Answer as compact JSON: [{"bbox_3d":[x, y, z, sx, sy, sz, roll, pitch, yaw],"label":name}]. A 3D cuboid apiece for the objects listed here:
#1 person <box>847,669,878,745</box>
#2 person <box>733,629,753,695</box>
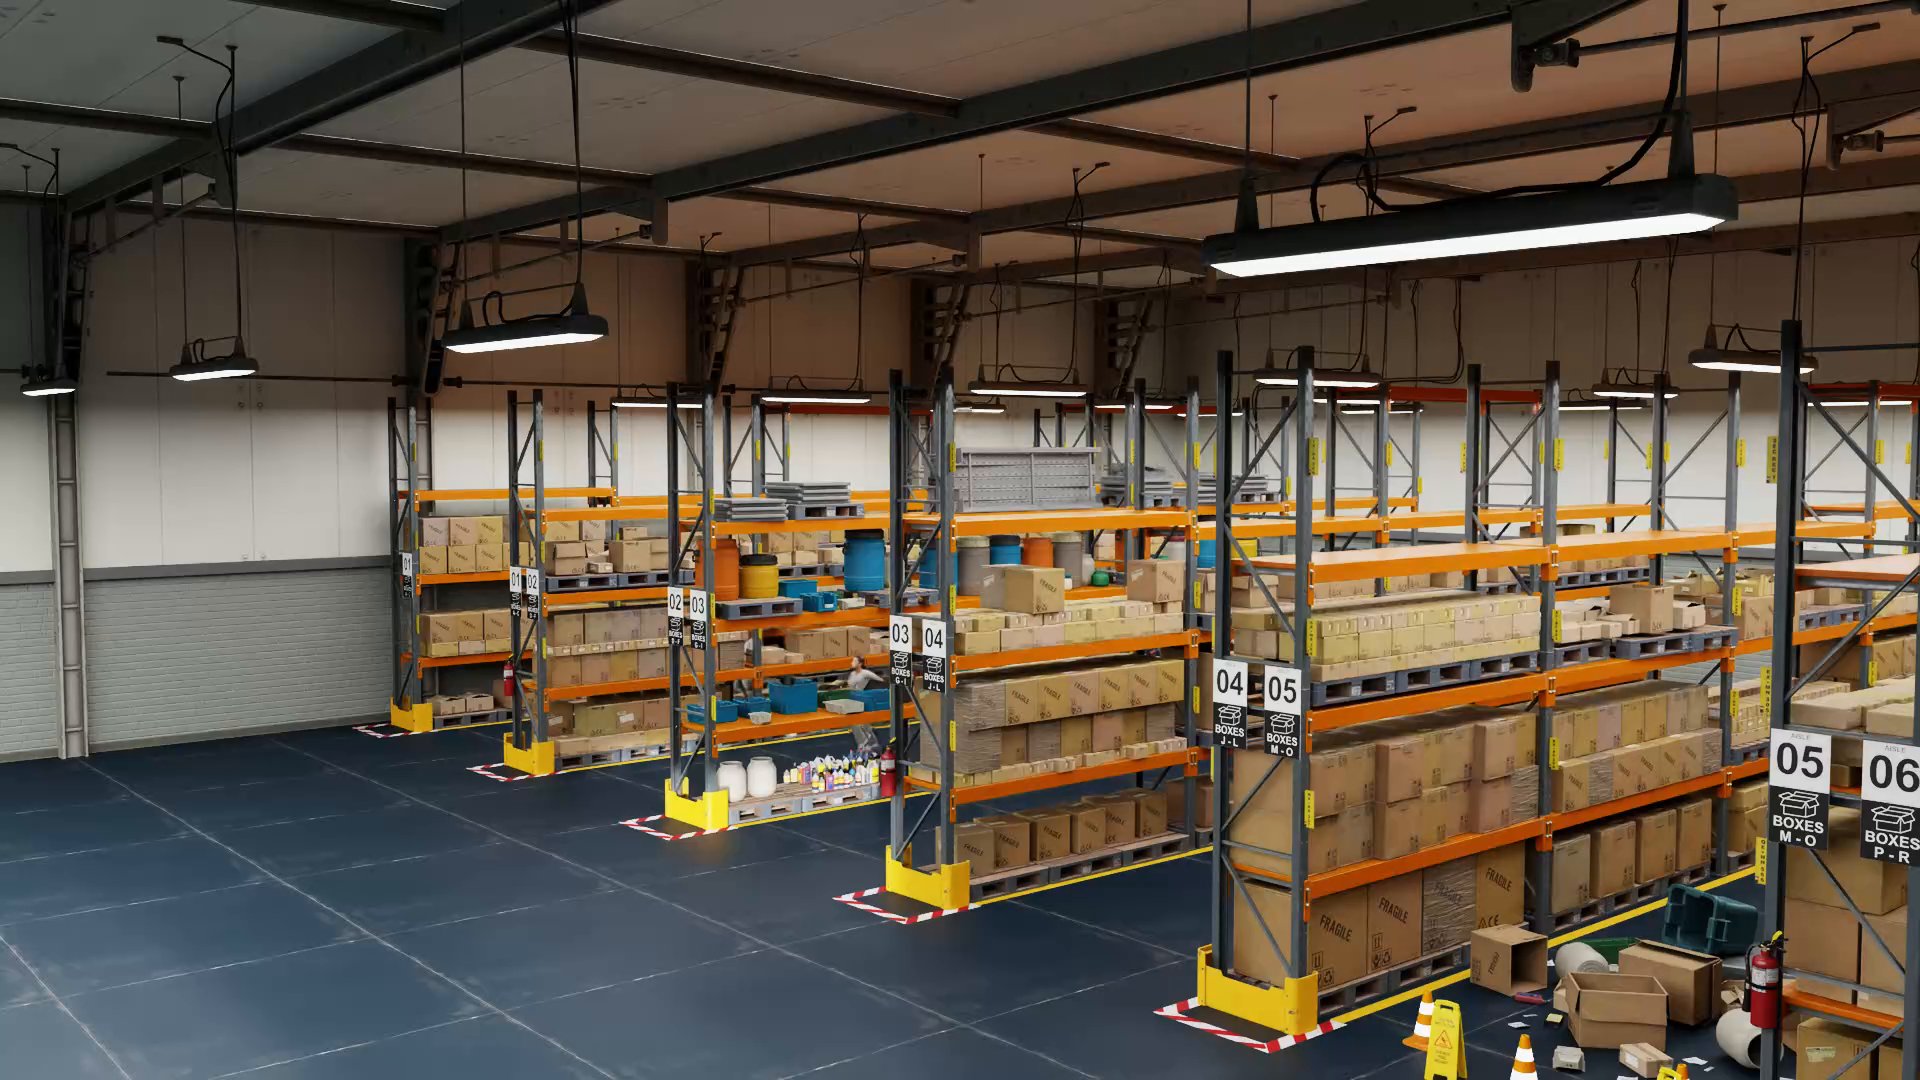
[{"bbox_3d":[-1.615,2.791,27.560,0.735,1.312,0.527,-3,4,-41],"label":"person"},{"bbox_3d":[-4.090,2.434,31.176,0.609,1.734,0.657,-3,4,-41],"label":"person"}]
